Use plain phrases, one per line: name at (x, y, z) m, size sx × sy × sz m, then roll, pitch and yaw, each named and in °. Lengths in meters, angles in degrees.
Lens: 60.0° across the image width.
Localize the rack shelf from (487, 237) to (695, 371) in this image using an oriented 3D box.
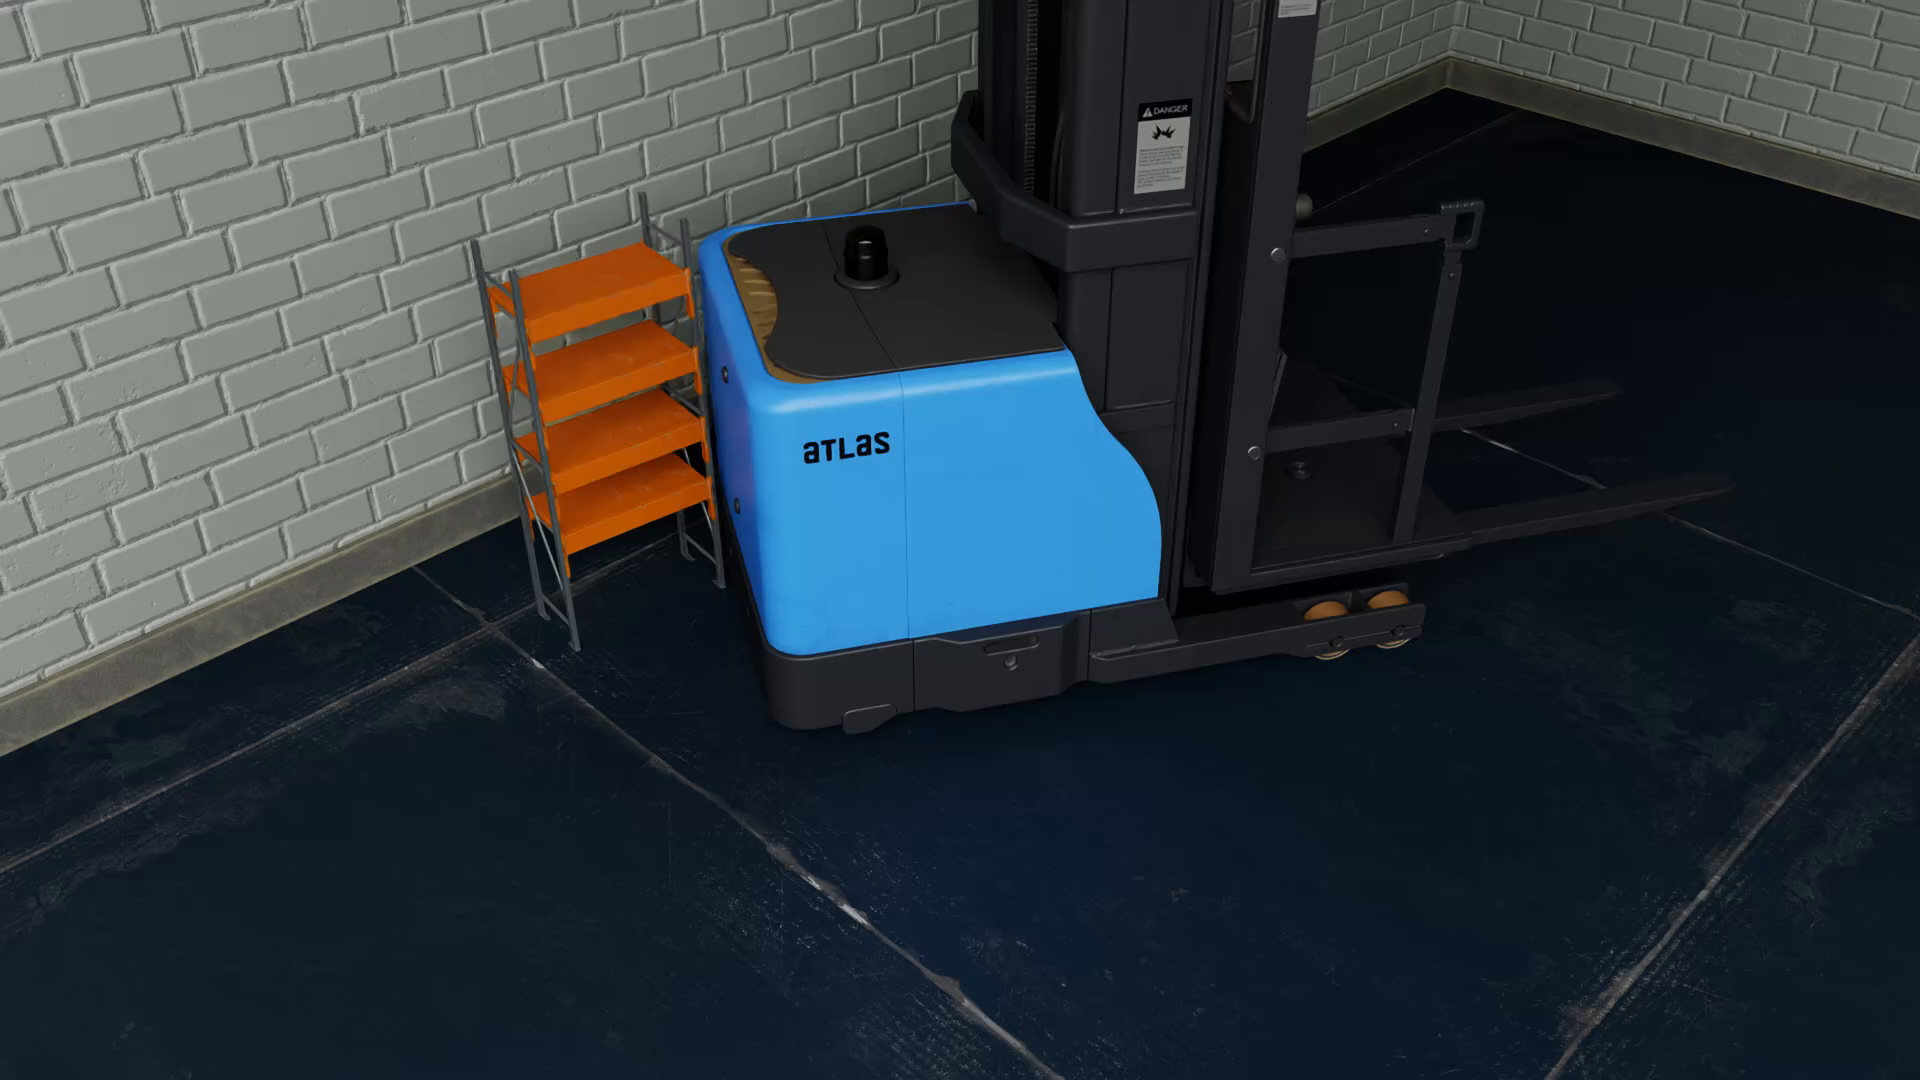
rack shelf at (-0.983, -0.633, 4.421) m, size 0.480 × 0.148 × 0.258 m, roll -24°, pitch 42°, yaw -31°

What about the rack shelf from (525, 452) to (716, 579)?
rack shelf at (-0.981, -0.093, 4.798) m, size 0.480 × 0.148 × 0.258 m, roll -24°, pitch 42°, yaw -31°

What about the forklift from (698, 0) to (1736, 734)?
forklift at (0.836, -1.143, 4.327) m, size 3.031 × 2.935 × 1.130 m, roll -9°, pitch 36°, yaw -12°

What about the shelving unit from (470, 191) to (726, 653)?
shelving unit at (-0.982, -0.311, 4.646) m, size 0.503 × 1.200 × 0.258 m, roll -24°, pitch 42°, yaw -31°

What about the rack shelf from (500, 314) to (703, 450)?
rack shelf at (-0.982, -0.439, 4.556) m, size 0.480 × 0.148 × 0.258 m, roll -24°, pitch 42°, yaw -31°

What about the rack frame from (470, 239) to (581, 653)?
rack frame at (-1.173, -0.224, 4.522) m, size 0.015 × 1.200 × 0.240 m, roll -24°, pitch 42°, yaw -31°

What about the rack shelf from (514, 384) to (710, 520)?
rack shelf at (-0.982, -0.256, 4.684) m, size 0.480 × 0.148 × 0.258 m, roll -24°, pitch 42°, yaw -31°

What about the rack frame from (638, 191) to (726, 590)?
rack frame at (-0.791, -0.398, 4.770) m, size 0.015 × 1.200 × 0.240 m, roll -24°, pitch 42°, yaw -31°
